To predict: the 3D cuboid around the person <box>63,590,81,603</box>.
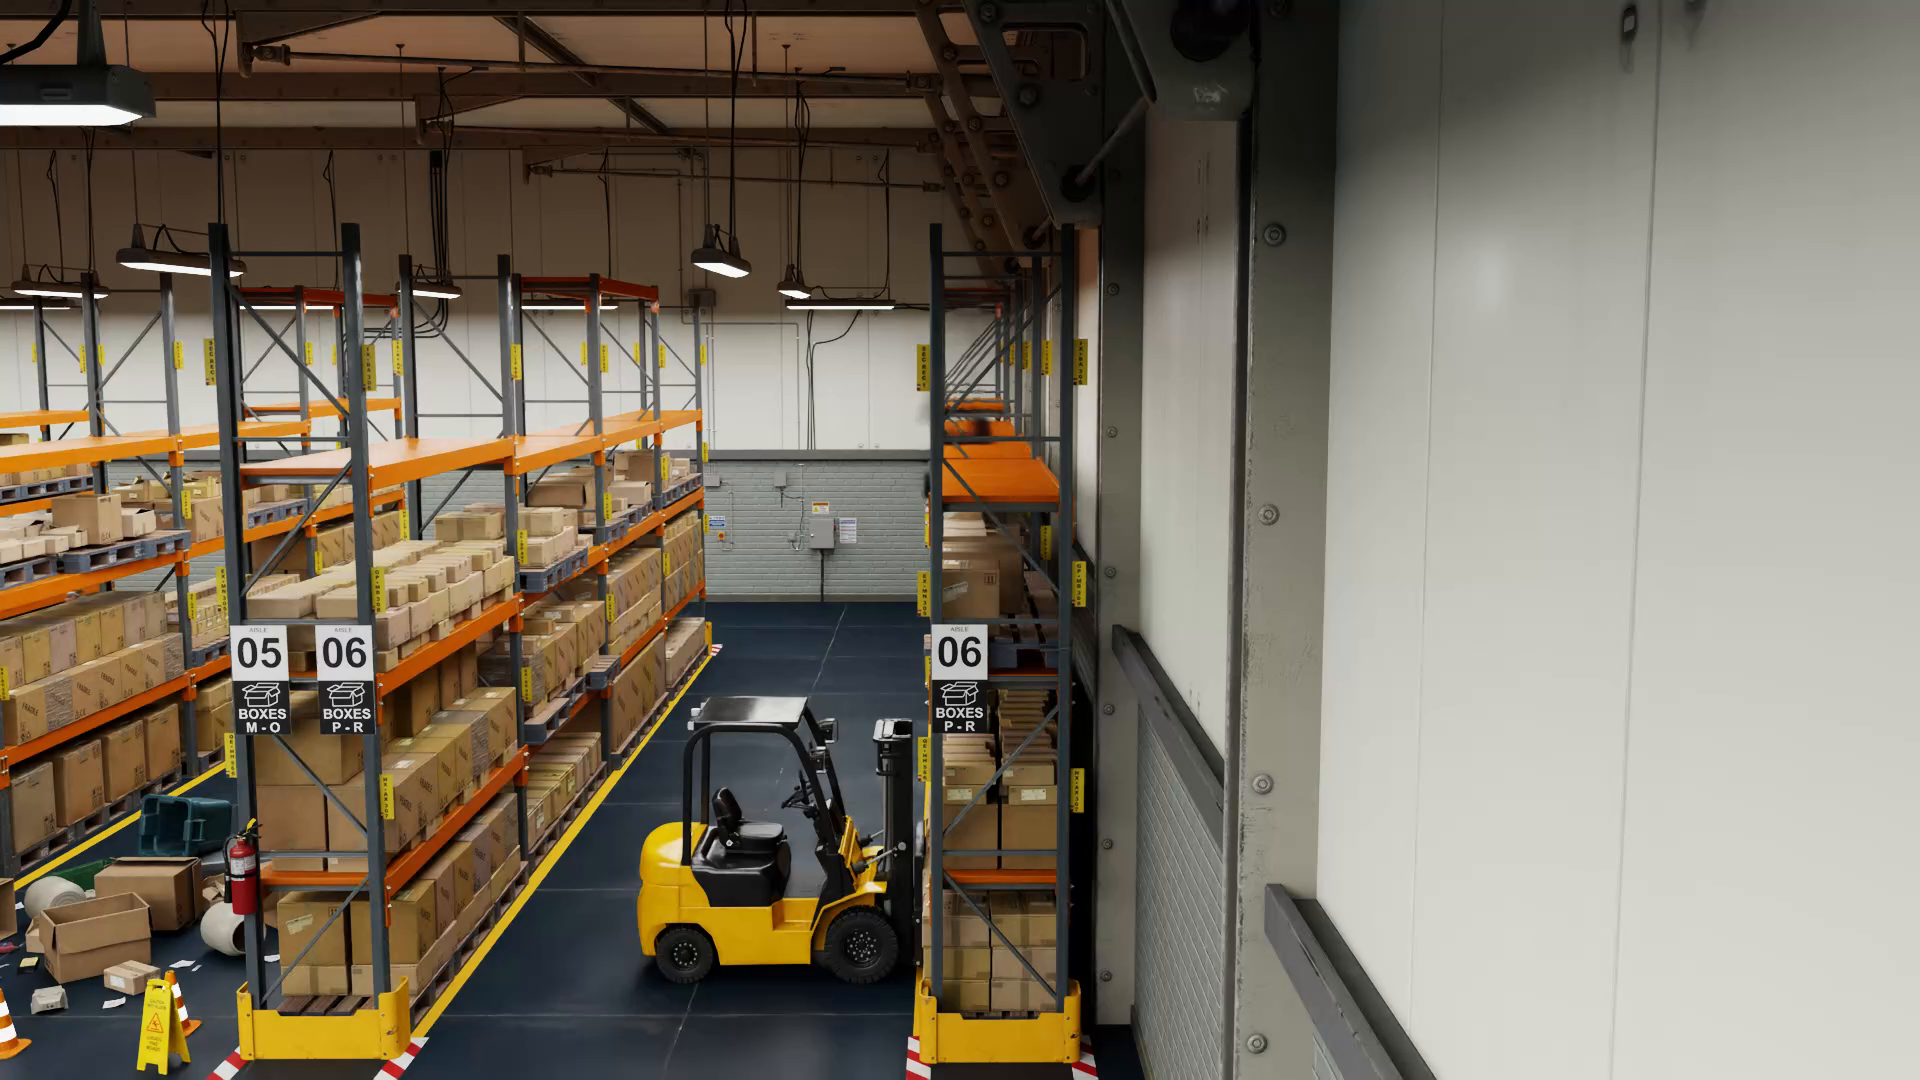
[{"bbox_3d":[-12.873,1.519,24.101,0.583,1.703,0.678,-1,7,-10],"label":"person"}]
